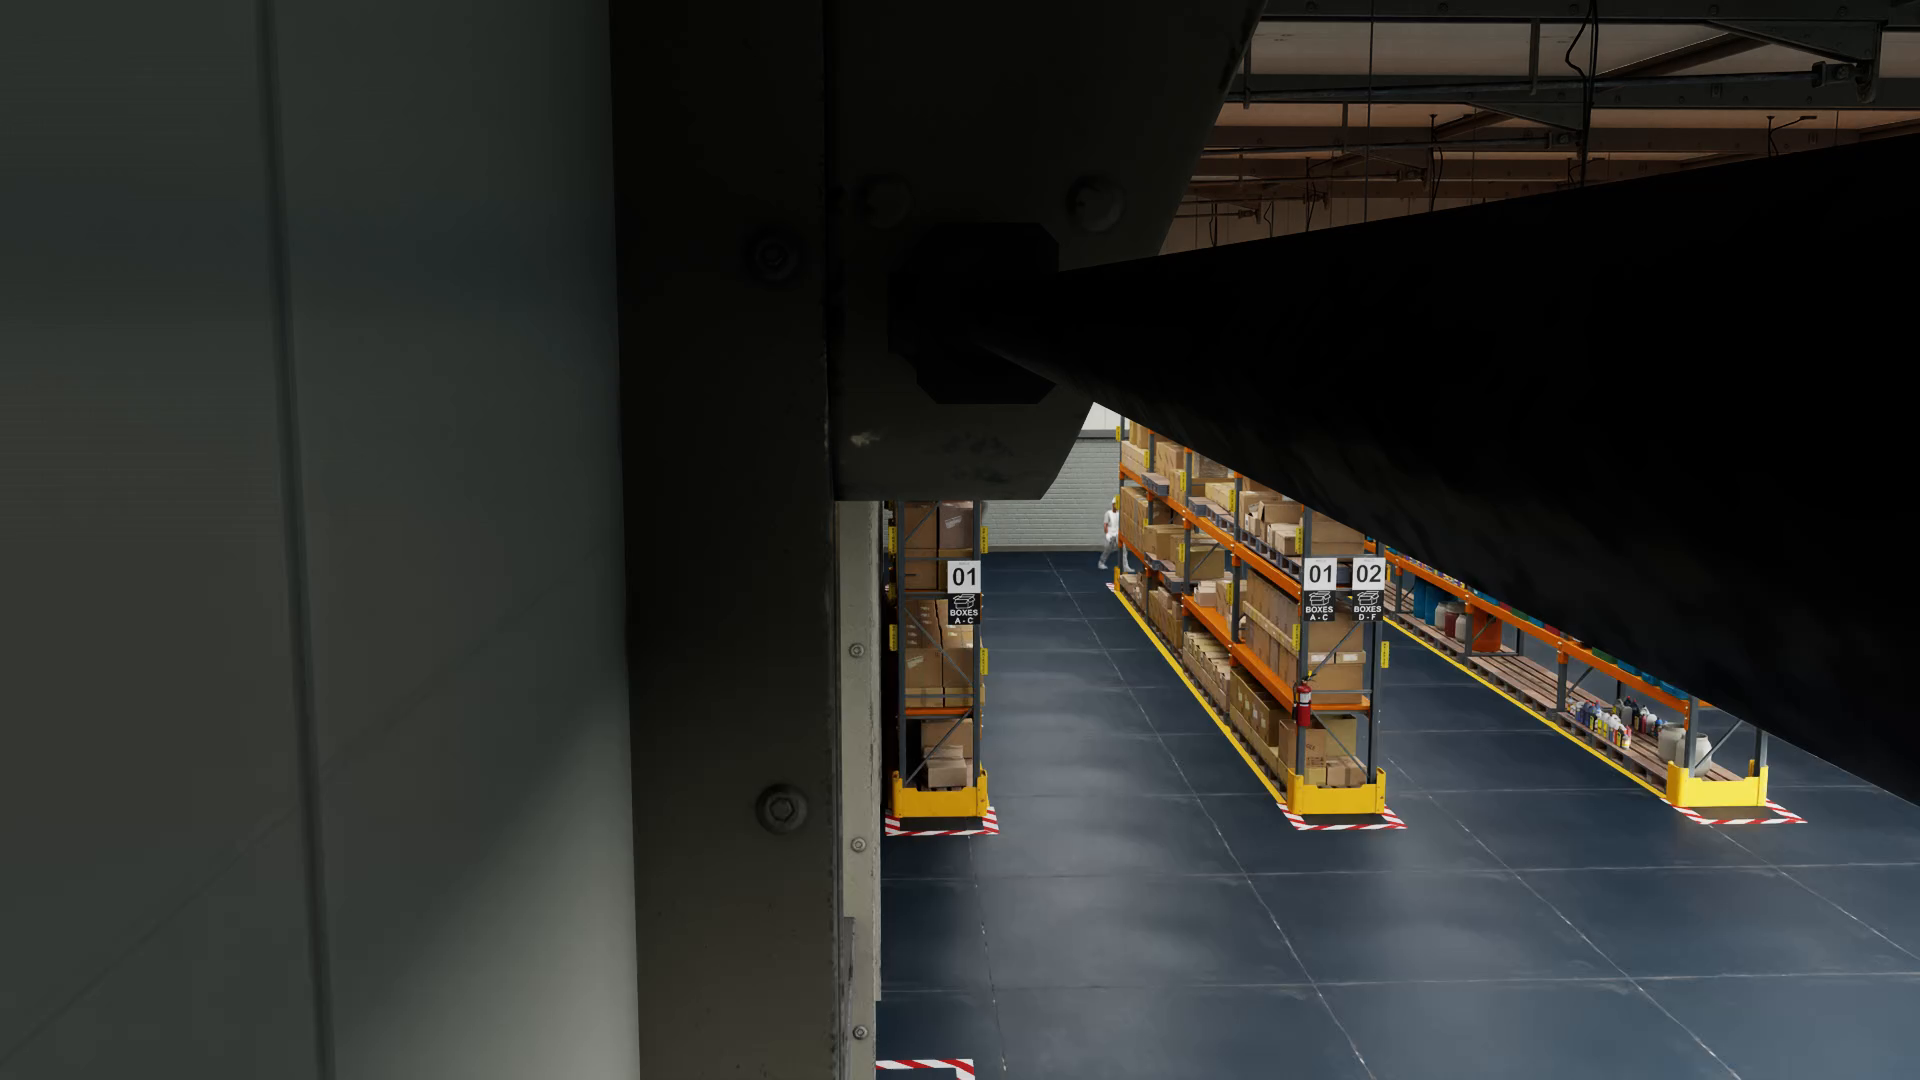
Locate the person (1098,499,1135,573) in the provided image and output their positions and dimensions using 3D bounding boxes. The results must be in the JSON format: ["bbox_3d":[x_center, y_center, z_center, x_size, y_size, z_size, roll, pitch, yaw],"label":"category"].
[{"bbox_3d":[3.656,-0.104,38.743,0.694,1.745,1.027,-6,10,-35],"label":"person"}]
